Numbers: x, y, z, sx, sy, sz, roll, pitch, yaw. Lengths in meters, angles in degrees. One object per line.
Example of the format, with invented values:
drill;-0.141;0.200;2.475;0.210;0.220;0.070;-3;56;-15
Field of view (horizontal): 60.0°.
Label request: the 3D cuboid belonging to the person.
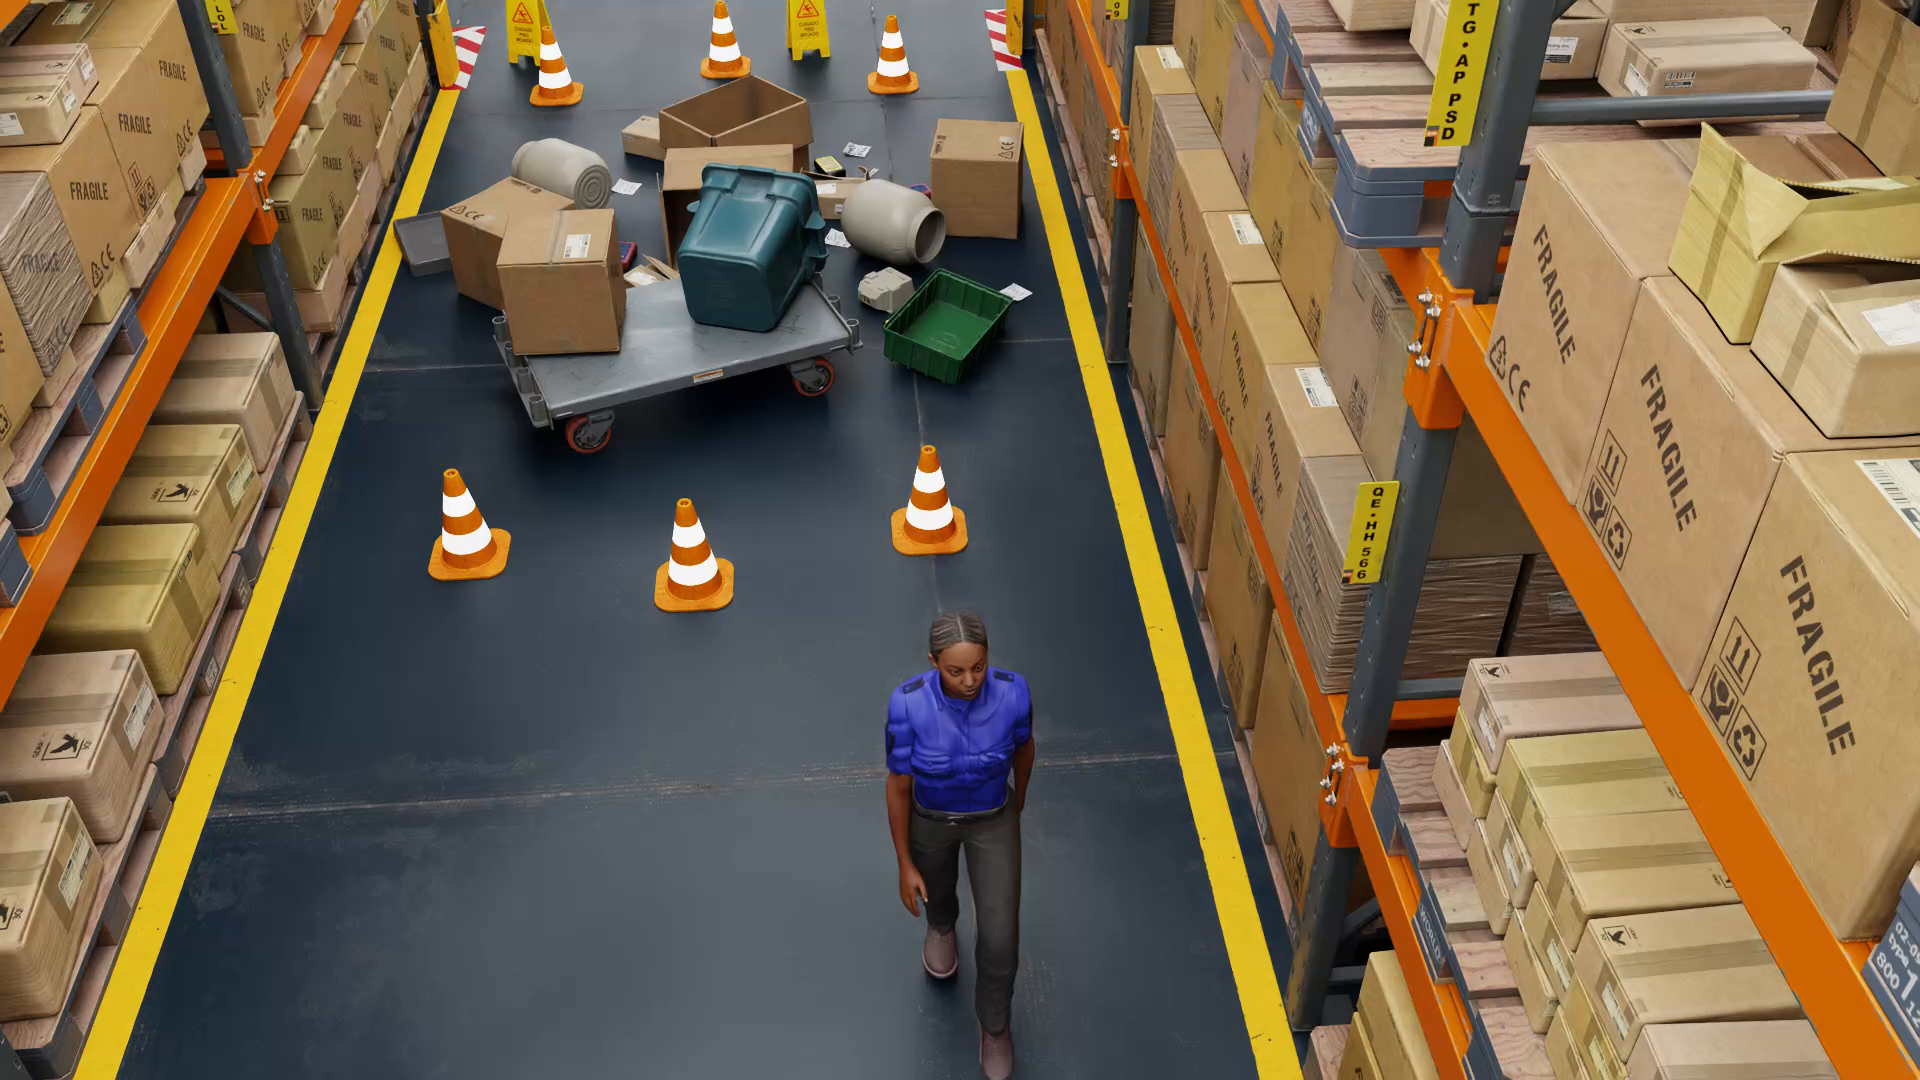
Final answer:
person;0.007;0.912;5.075;0.452;1.712;0.673;-2;39;-2
